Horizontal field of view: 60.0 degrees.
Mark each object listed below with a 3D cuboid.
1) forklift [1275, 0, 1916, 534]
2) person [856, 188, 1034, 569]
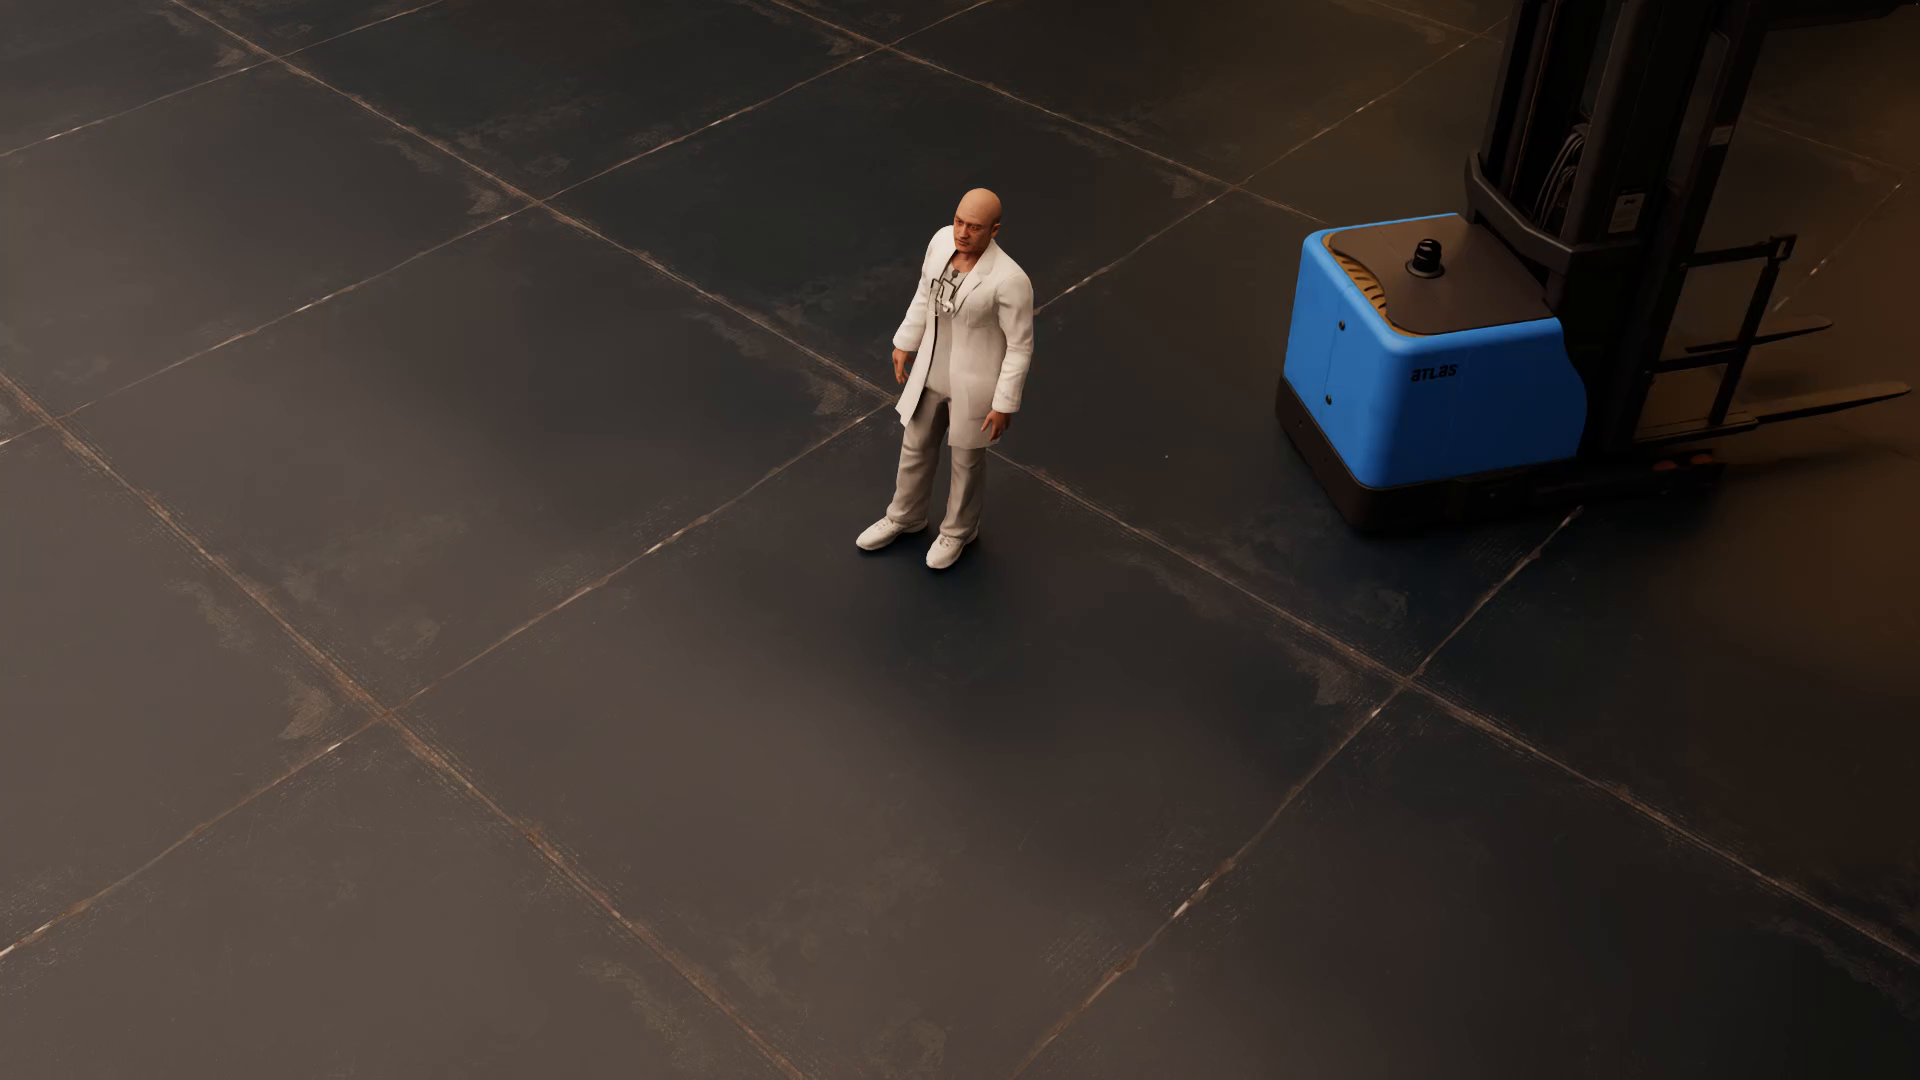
[{"bbox_3d":[3.148,-1.656,7.358,3.031,2.935,1.130,-9,41,-11],"label":"forklift"},{"bbox_3d":[-0.064,-0.639,7.048,0.696,1.776,0.581,31,49,31],"label":"person"}]
